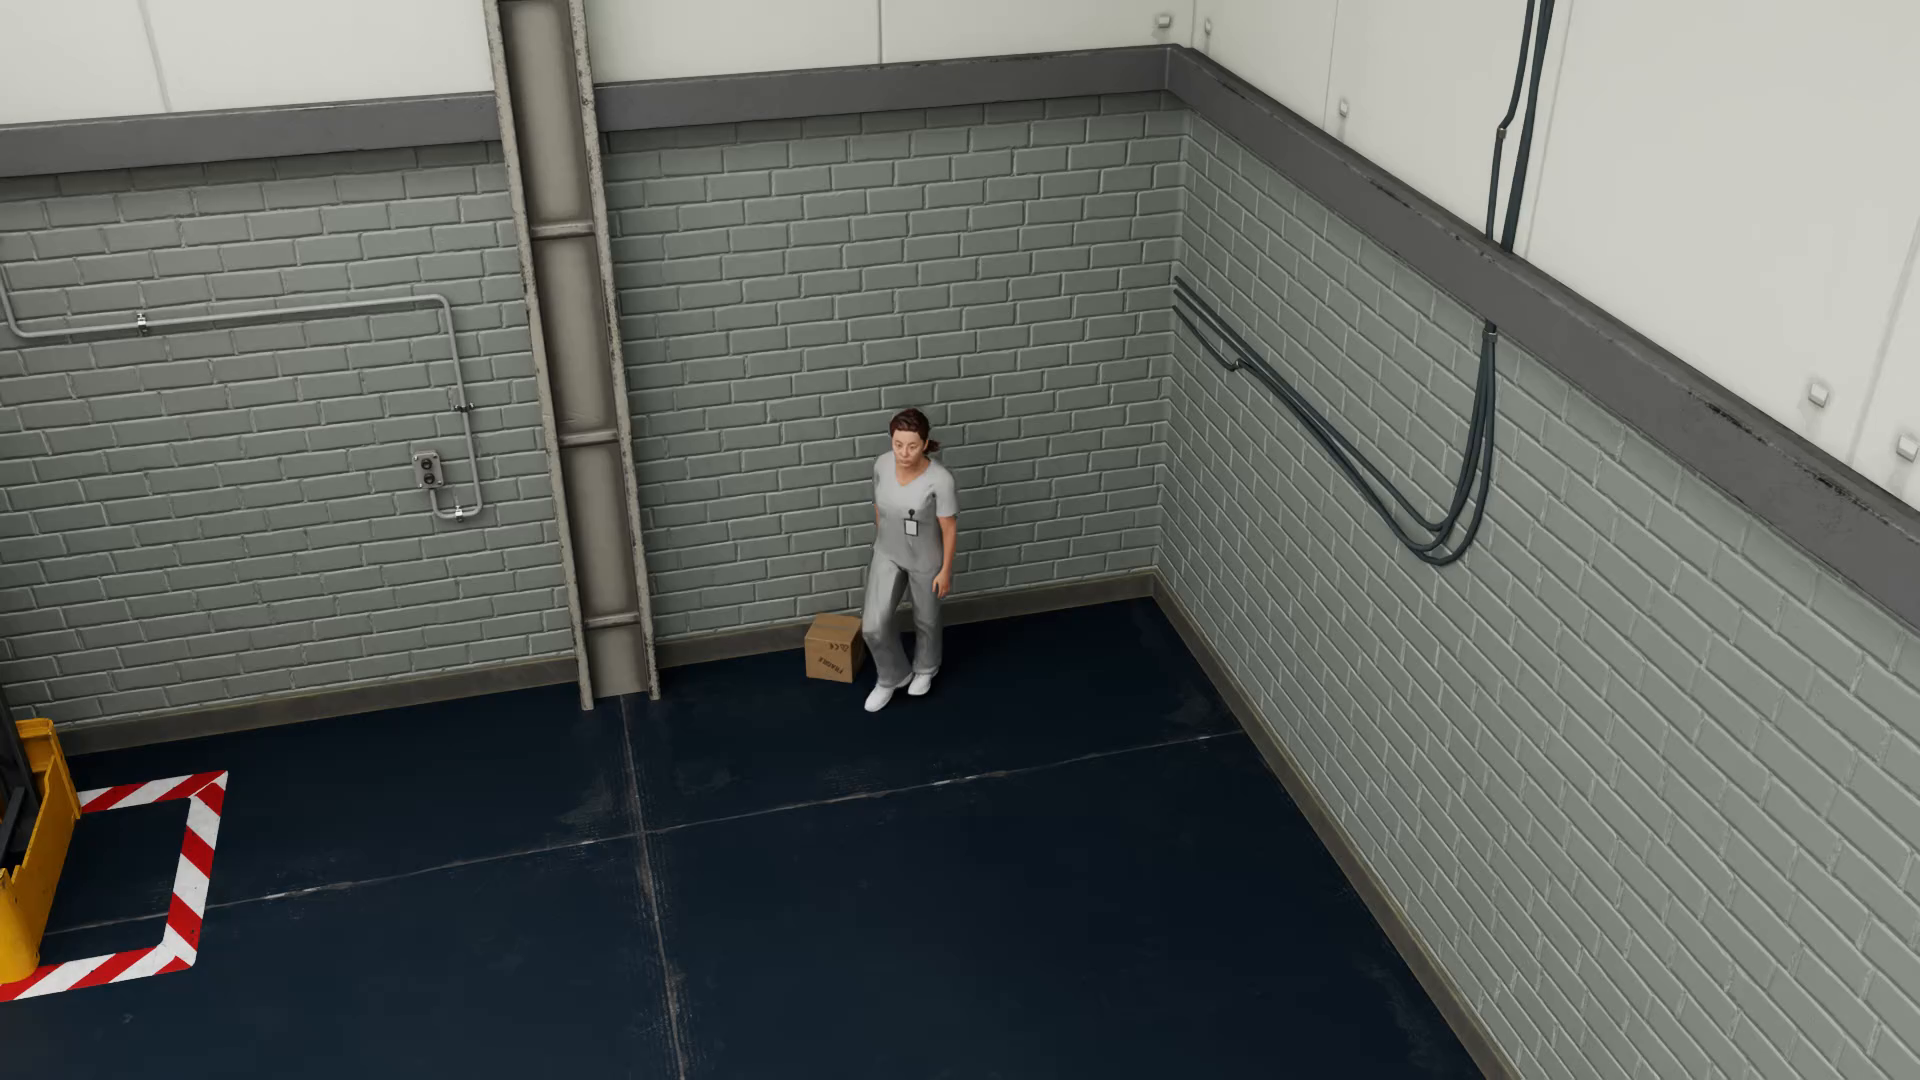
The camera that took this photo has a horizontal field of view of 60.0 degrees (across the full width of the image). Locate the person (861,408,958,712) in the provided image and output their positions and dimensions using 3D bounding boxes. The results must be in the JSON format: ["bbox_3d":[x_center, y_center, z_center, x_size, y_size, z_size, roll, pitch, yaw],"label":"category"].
[{"bbox_3d":[-0.214,0.092,8.070,0.472,1.669,0.532,10,32,17],"label":"person"}]
